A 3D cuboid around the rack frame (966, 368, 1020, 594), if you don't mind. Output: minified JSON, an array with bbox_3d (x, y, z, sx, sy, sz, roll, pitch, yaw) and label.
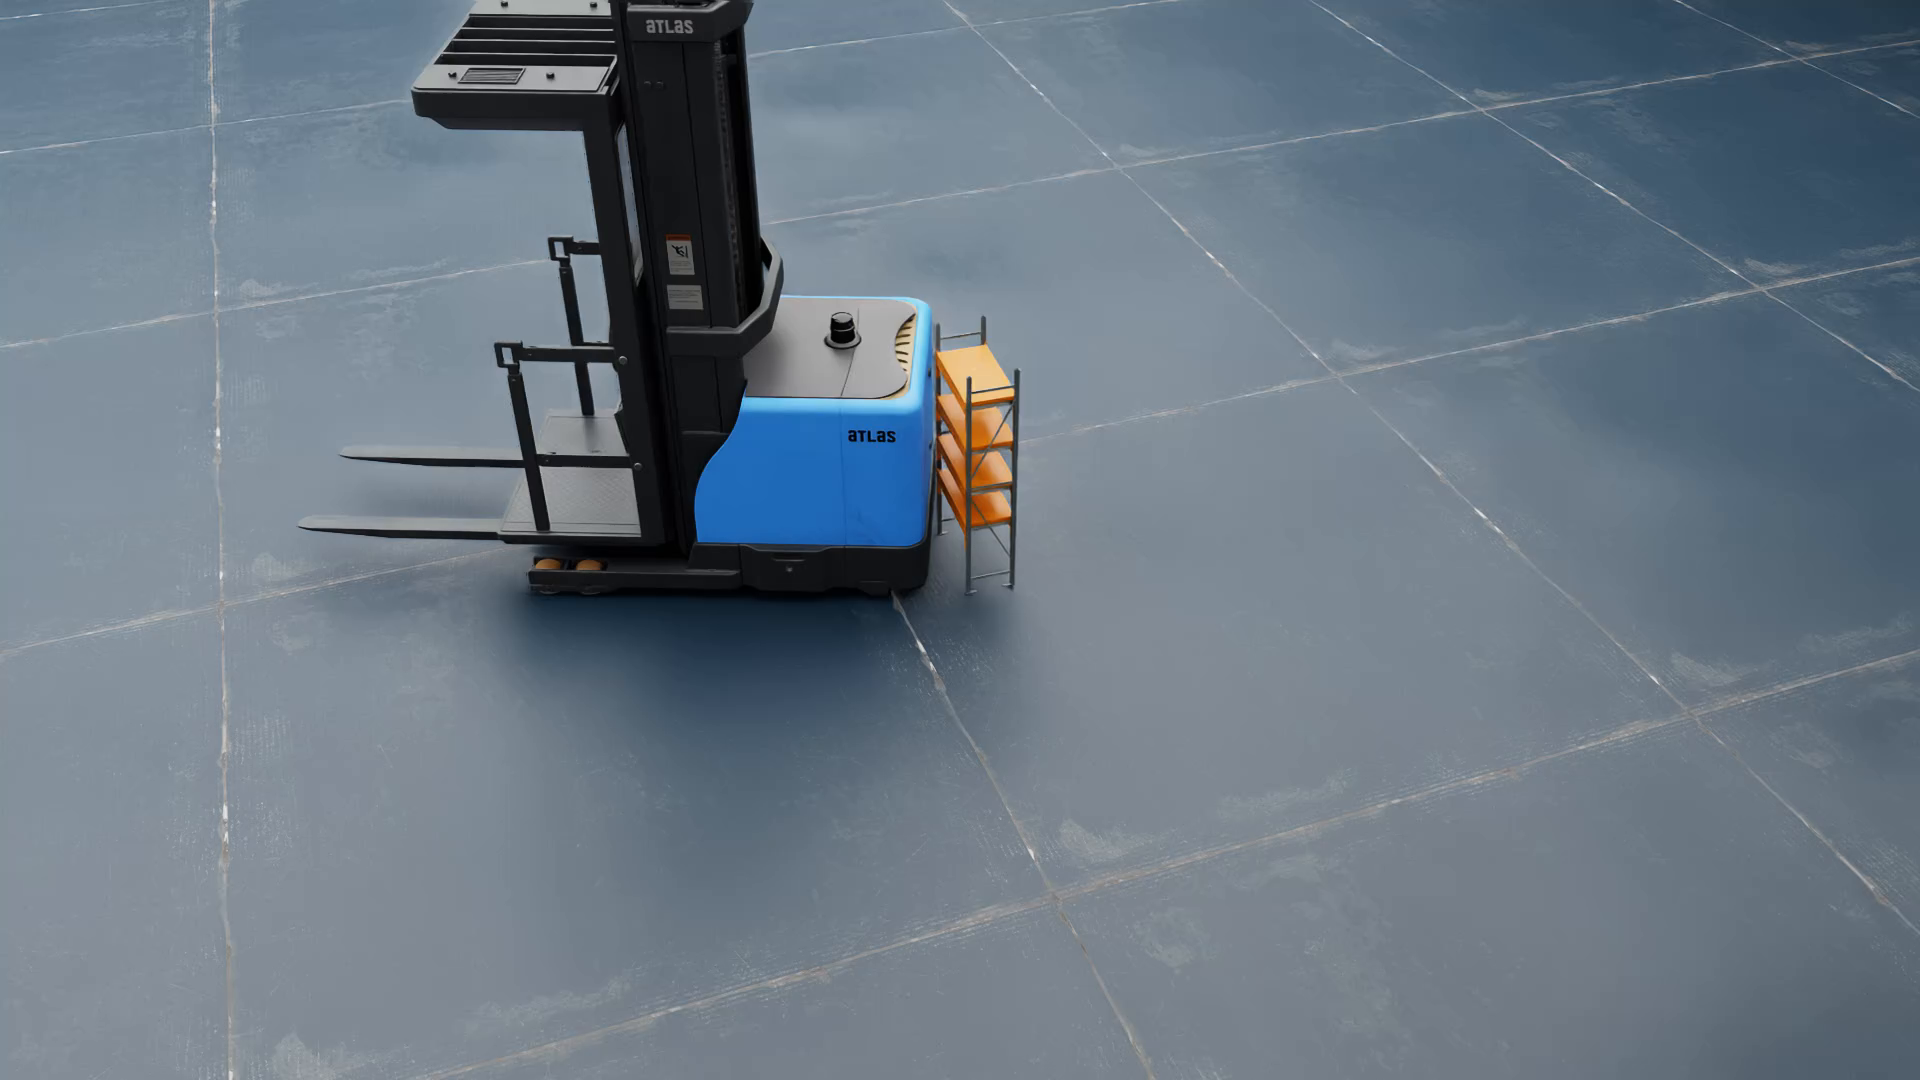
[{"bbox_3d":[0.145,-0.245,7.578,0.240,1.200,0.015,-10,38,-13],"label":"rack frame"}]

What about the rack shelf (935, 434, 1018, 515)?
[{"bbox_3d":[0.074,-0.332,7.805,0.258,0.148,0.480,-10,38,-13],"label":"rack shelf"}]

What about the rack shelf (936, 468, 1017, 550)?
[{"bbox_3d":[0.074,-0.173,7.924,0.258,0.148,0.480,-10,38,-13],"label":"rack shelf"}]

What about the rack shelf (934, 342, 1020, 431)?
[{"bbox_3d":[0.074,-0.699,7.528,0.258,0.148,0.480,-10,38,-13],"label":"rack shelf"}]

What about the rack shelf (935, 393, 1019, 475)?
[{"bbox_3d":[0.074,-0.510,7.670,0.258,0.148,0.480,-10,38,-13],"label":"rack shelf"}]

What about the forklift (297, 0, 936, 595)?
[{"bbox_3d":[-1.653,-1.228,7.444,3.031,2.935,1.130,1,37,2],"label":"forklift"}]

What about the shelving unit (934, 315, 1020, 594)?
[{"bbox_3d":[0.074,-0.385,7.764,0.258,1.200,0.503,-10,38,-13],"label":"shelving unit"}]

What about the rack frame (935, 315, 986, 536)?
[{"bbox_3d":[0.003,-0.526,7.951,0.240,1.200,0.015,-10,38,-13],"label":"rack frame"}]
